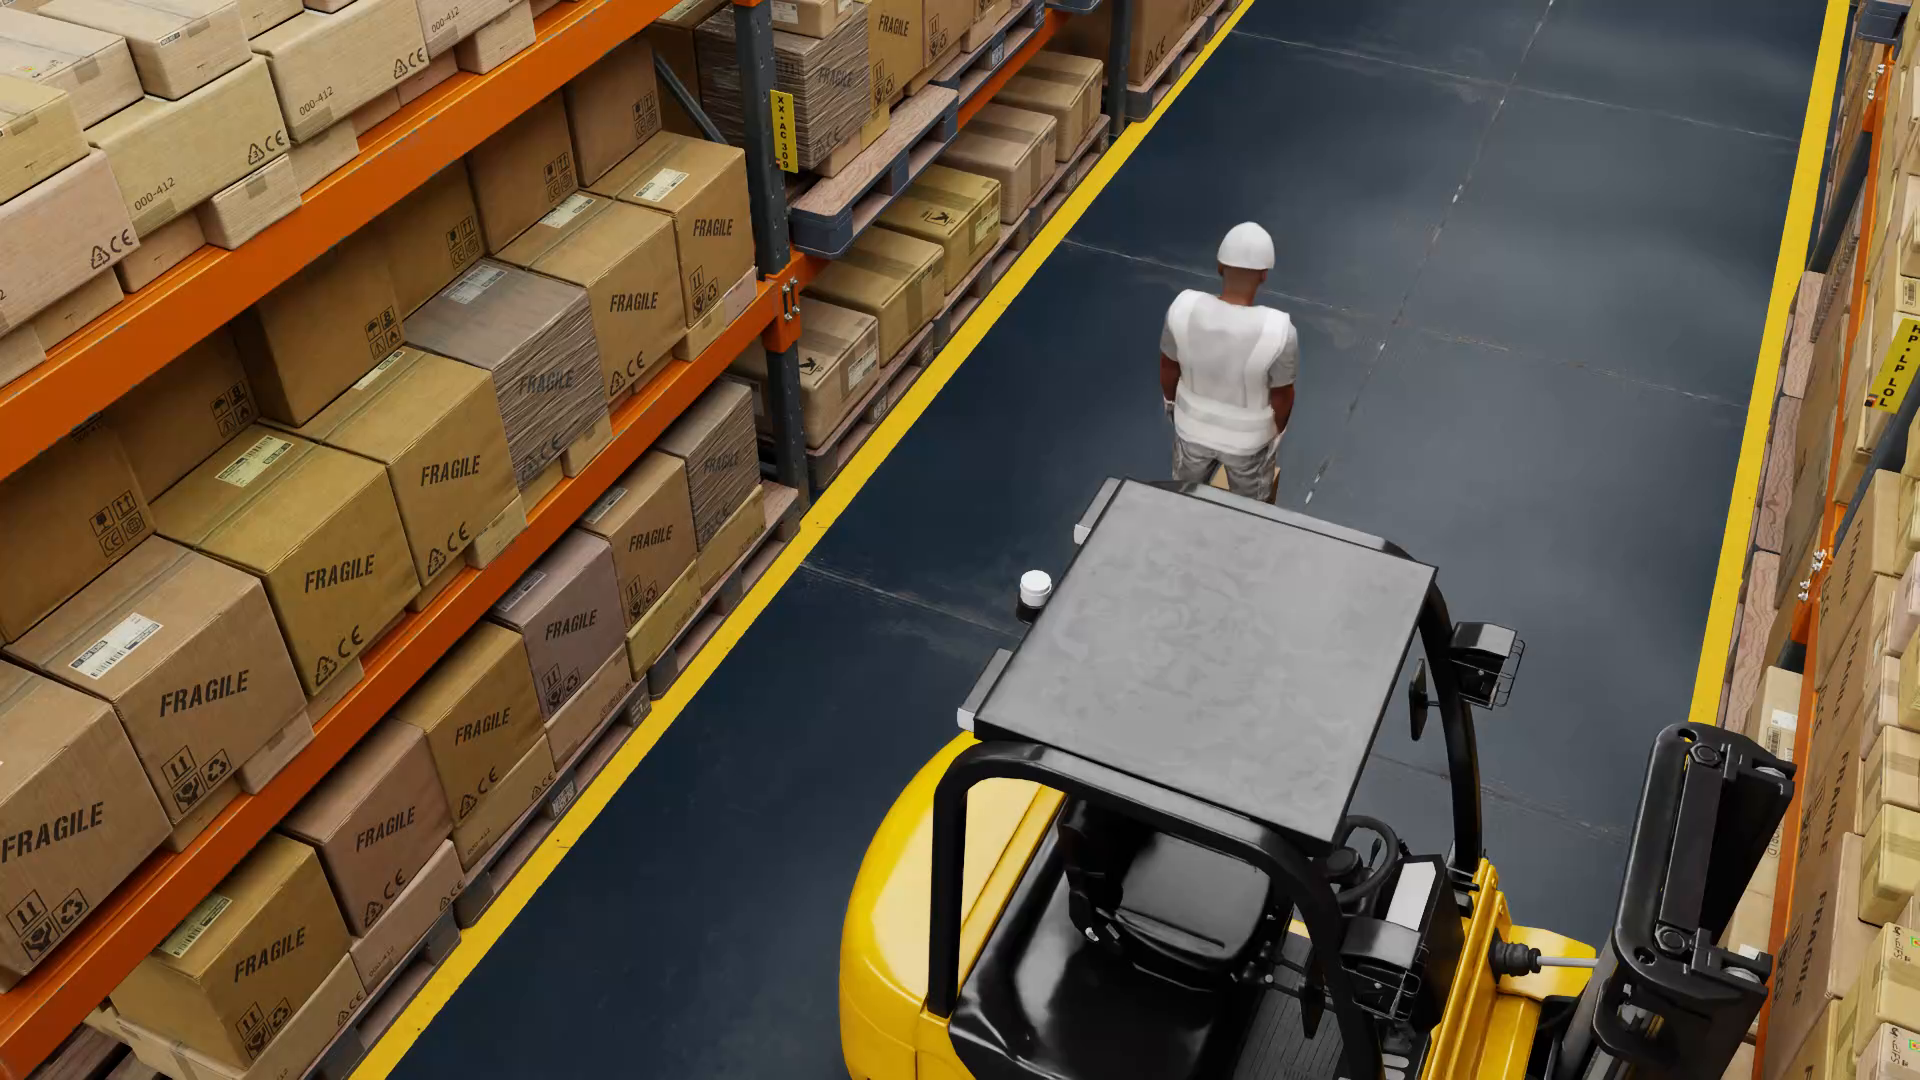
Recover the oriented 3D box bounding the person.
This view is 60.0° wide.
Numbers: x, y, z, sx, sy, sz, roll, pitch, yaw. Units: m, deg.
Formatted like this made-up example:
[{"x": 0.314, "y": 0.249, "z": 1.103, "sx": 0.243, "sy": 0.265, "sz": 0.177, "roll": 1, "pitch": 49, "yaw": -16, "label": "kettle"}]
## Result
[{"x": 1.052, "y": -0.468, "z": 6.680, "sx": 0.553, "sy": 1.769, "sz": 0.372, "roll": 18, "pitch": 45, "yaw": 19, "label": "person"}]
